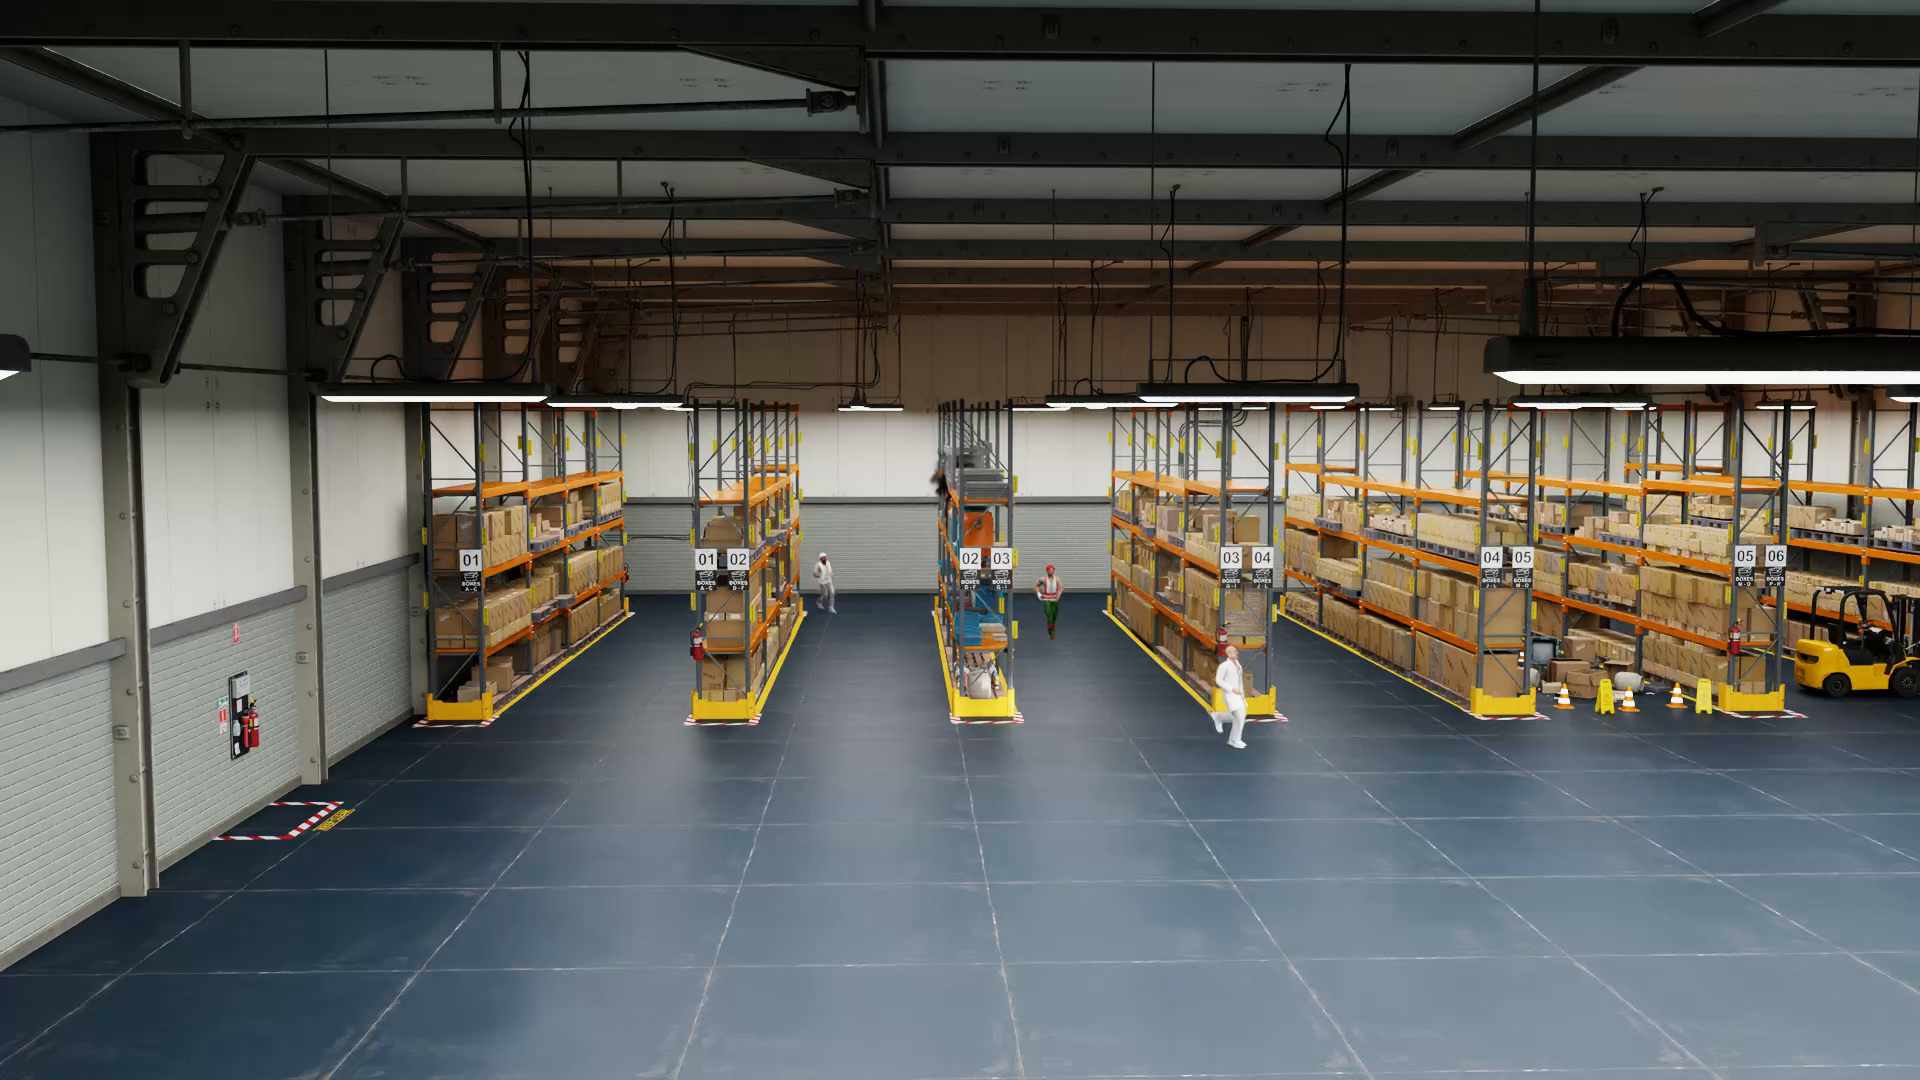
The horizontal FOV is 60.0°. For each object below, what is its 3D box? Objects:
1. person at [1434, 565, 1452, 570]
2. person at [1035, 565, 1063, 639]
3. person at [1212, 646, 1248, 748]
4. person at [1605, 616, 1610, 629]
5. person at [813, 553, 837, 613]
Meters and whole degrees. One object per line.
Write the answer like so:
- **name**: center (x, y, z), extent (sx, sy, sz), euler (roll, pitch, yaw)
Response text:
- **person**: center (14.389, 1.158, 49.313), extent (0.691, 1.718, 0.615), euler (2, 5, 25)
- **person**: center (2.186, 1.491, 40.449), extent (0.686, 1.779, 0.815), euler (-1, 4, -12)
- **person**: center (4.662, 2.691, 28.695), extent (0.668, 1.733, 0.742), euler (3, 5, 34)
- **person**: center (17.154, 1.576, 44.099), extent (0.570, 1.601, 0.544), euler (-1, 4, -11)
- **person**: center (-3.946, 1.235, 47.907), extent (0.790, 1.746, 0.728), euler (4, 6, 42)
